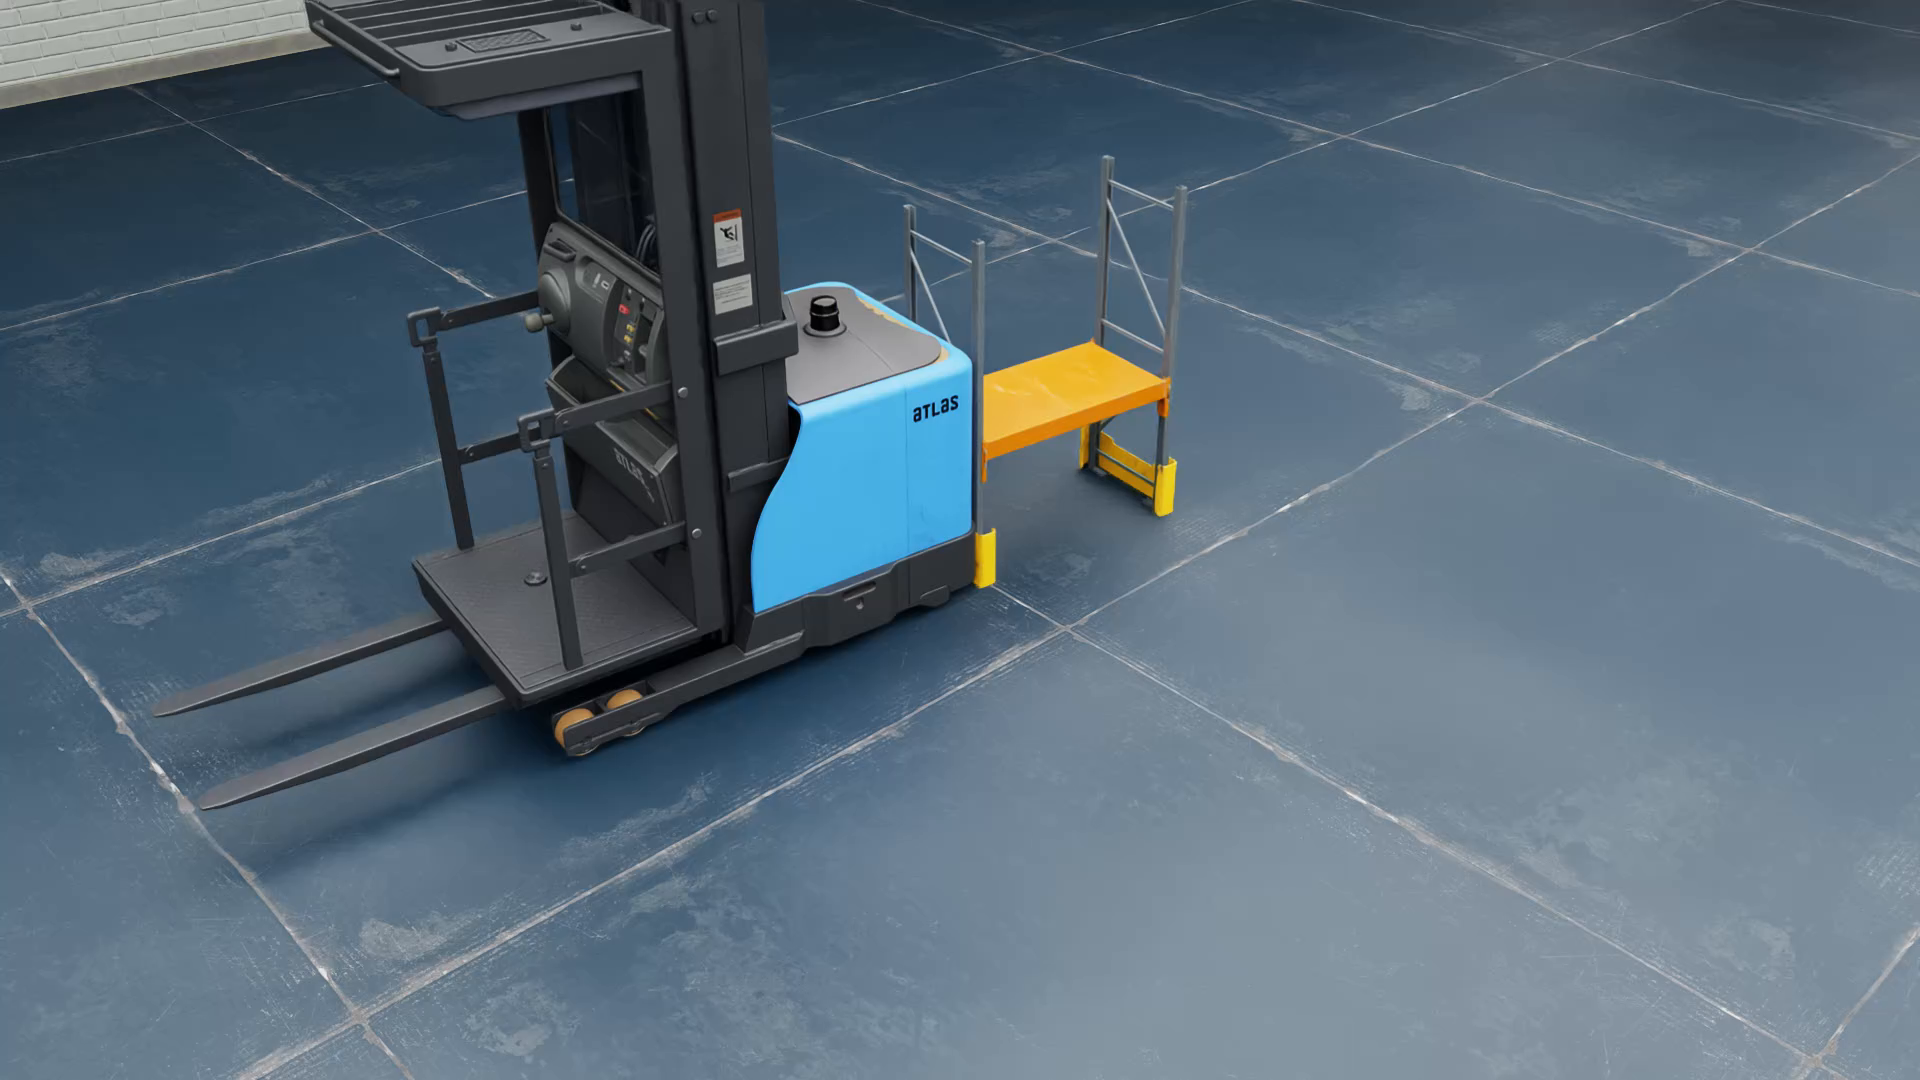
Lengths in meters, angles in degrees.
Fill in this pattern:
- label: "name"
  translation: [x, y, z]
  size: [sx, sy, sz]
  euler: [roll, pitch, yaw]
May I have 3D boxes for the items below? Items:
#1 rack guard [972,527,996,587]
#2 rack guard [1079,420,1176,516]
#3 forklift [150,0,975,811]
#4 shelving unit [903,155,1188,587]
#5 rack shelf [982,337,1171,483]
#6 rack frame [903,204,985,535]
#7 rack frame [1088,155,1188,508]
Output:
- label: "rack guard"
  translation: [-0.050, -0.042, 7.078]
  size: [0.087, 0.250, 0.587]
  euler: [-21, 37, -30]
- label: "rack guard"
  translation: [0.757, -0.346, 7.576]
  size: [0.087, 0.250, 0.587]
  euler: [-21, 37, -30]
- label: "forklift"
  translation: [-1.431, -0.789, 5.730]
  size: [3.031, 2.935, 1.130]
  euler: [-21, 37, -30]
- label: "shelving unit"
  translation: [0.354, -0.727, 7.001]
  size: [1.083, 1.500, 0.587]
  euler: [-21, 37, -30]
- label: "rack shelf"
  translation: [0.346, -0.571, 7.091]
  size: [1.000, 0.185, 0.538]
  euler: [-21, 37, -30]
- label: "rack frame"
  translation: [-0.066, -0.569, 6.743]
  size: [0.032, 1.500, 0.500]
  euler: [-21, 37, -30]
- label: "rack frame"
  translation: [0.758, -0.880, 7.251]
  size: [0.032, 1.500, 0.500]
  euler: [-21, 37, -30]
